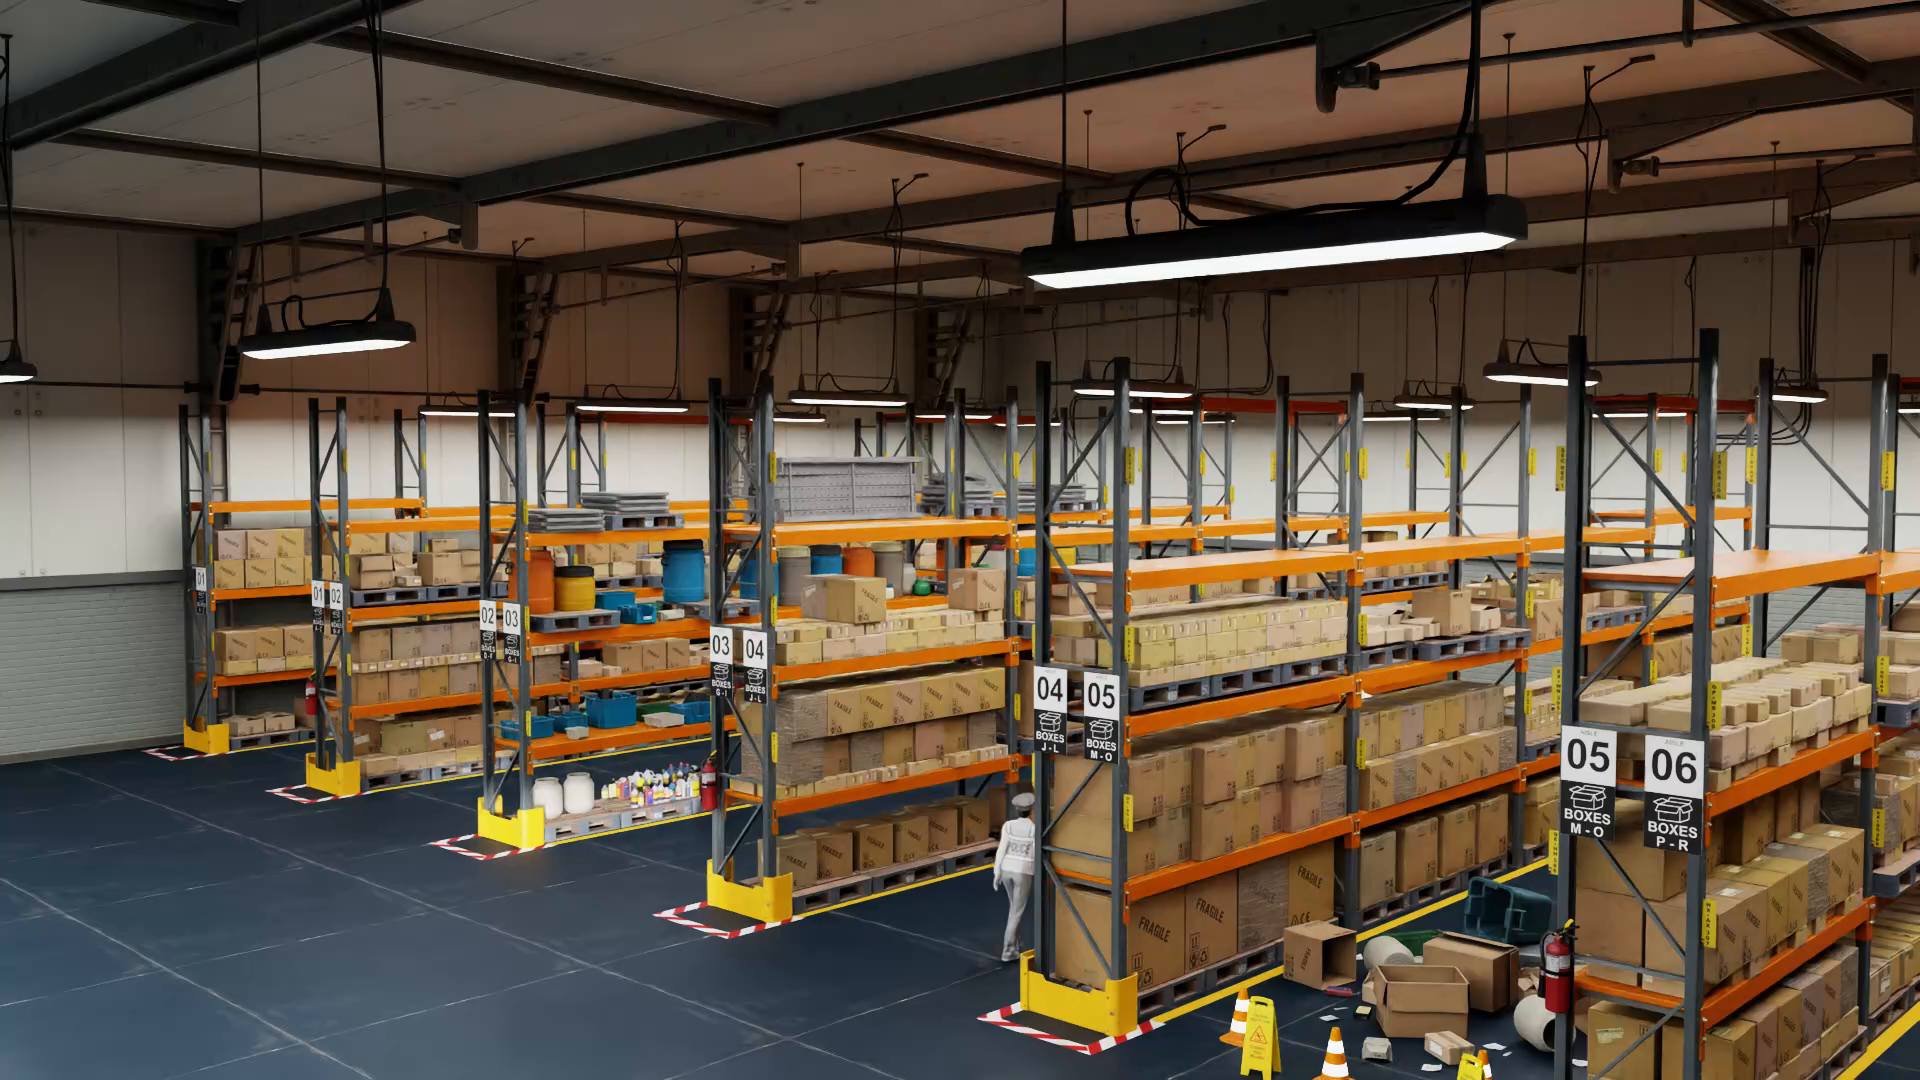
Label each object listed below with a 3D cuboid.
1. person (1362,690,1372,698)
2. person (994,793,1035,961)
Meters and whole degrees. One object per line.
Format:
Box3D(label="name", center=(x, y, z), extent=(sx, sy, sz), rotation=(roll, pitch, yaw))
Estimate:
Box3D(label="person", center=(5.971, 2.979, 25.090), extent=(0.547, 1.845, 0.631), rotation=(-2, 4, -35))
Box3D(label="person", center=(0.620, 3.457, 16.932), extent=(0.477, 1.726, 0.591), rotation=(2, 4, 33))
